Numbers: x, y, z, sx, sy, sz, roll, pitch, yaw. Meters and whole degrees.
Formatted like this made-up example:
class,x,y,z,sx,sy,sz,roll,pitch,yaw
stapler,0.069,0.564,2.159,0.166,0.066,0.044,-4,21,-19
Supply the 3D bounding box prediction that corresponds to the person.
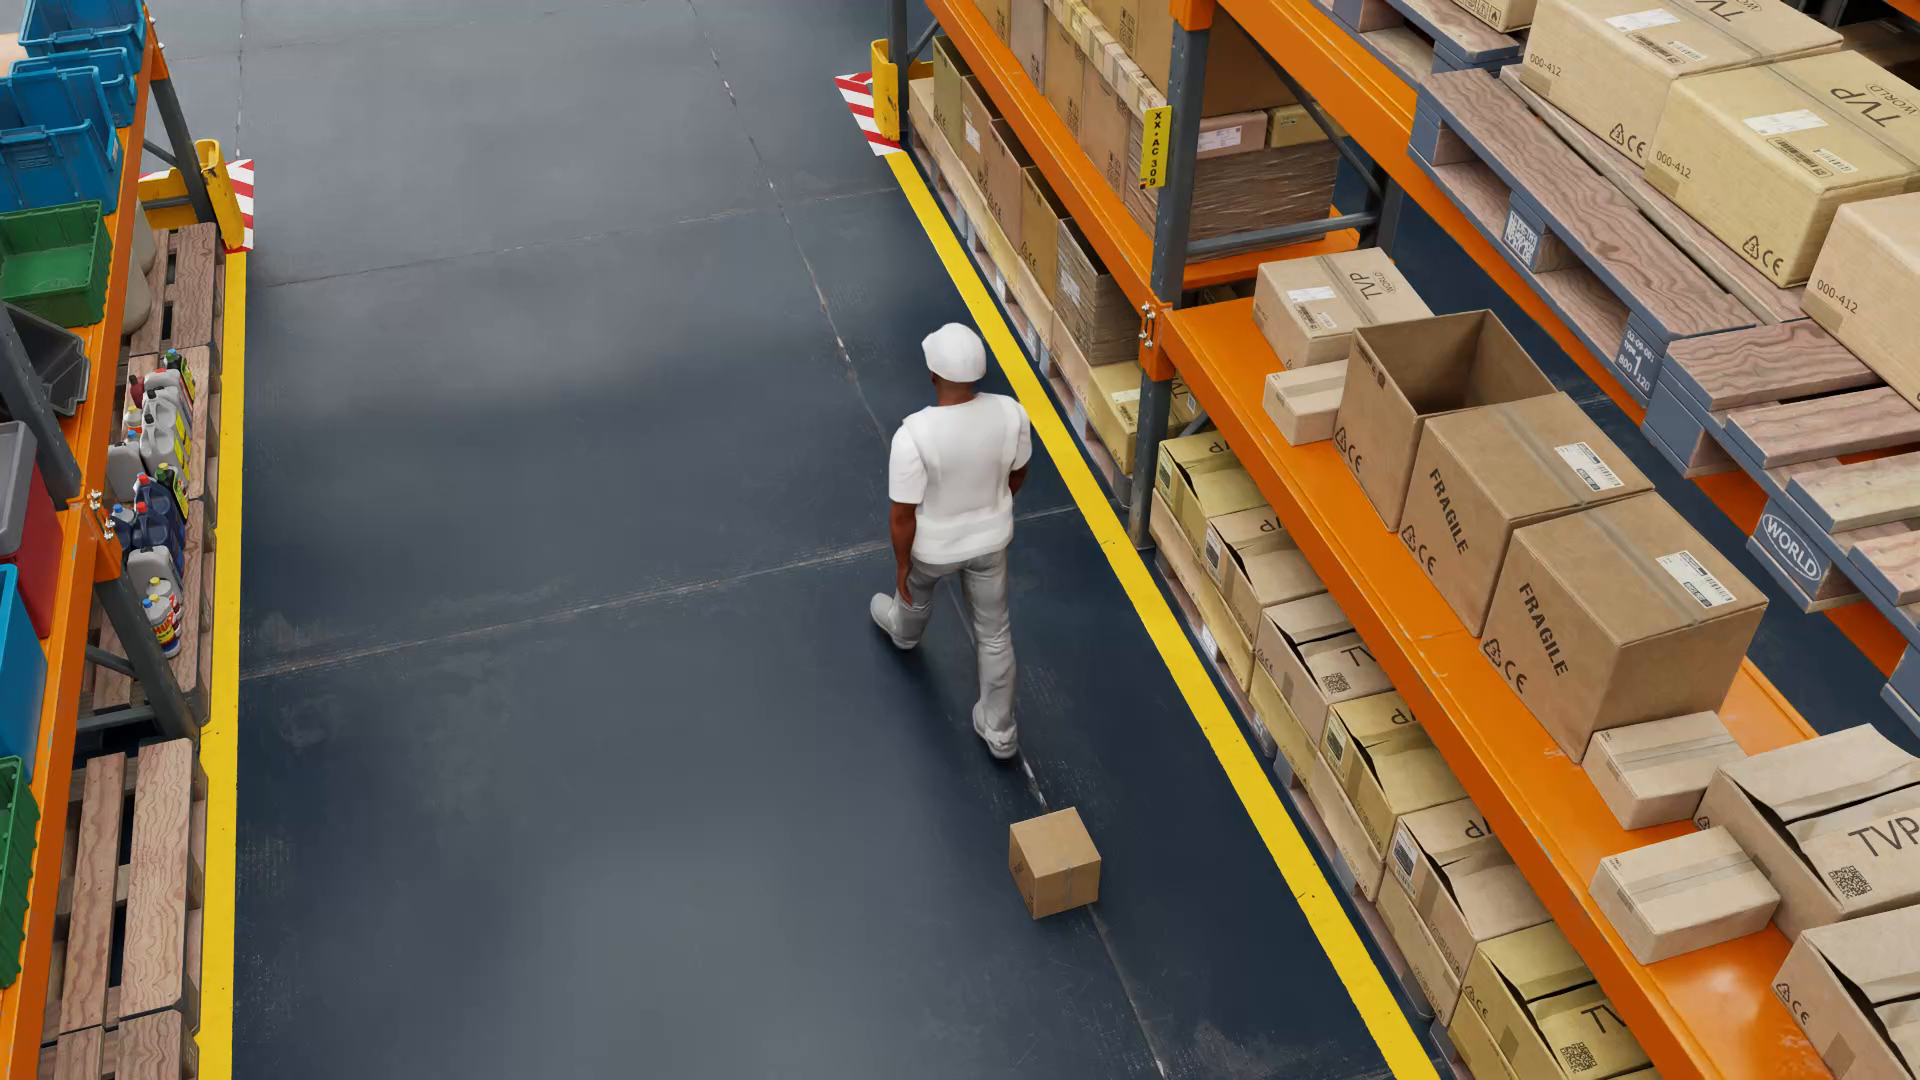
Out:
class,x,y,z,sx,sy,sz,roll,pitch,yaw
person,-0.020,-0.068,6.216,0.577,1.712,1.027,-13,44,-14
